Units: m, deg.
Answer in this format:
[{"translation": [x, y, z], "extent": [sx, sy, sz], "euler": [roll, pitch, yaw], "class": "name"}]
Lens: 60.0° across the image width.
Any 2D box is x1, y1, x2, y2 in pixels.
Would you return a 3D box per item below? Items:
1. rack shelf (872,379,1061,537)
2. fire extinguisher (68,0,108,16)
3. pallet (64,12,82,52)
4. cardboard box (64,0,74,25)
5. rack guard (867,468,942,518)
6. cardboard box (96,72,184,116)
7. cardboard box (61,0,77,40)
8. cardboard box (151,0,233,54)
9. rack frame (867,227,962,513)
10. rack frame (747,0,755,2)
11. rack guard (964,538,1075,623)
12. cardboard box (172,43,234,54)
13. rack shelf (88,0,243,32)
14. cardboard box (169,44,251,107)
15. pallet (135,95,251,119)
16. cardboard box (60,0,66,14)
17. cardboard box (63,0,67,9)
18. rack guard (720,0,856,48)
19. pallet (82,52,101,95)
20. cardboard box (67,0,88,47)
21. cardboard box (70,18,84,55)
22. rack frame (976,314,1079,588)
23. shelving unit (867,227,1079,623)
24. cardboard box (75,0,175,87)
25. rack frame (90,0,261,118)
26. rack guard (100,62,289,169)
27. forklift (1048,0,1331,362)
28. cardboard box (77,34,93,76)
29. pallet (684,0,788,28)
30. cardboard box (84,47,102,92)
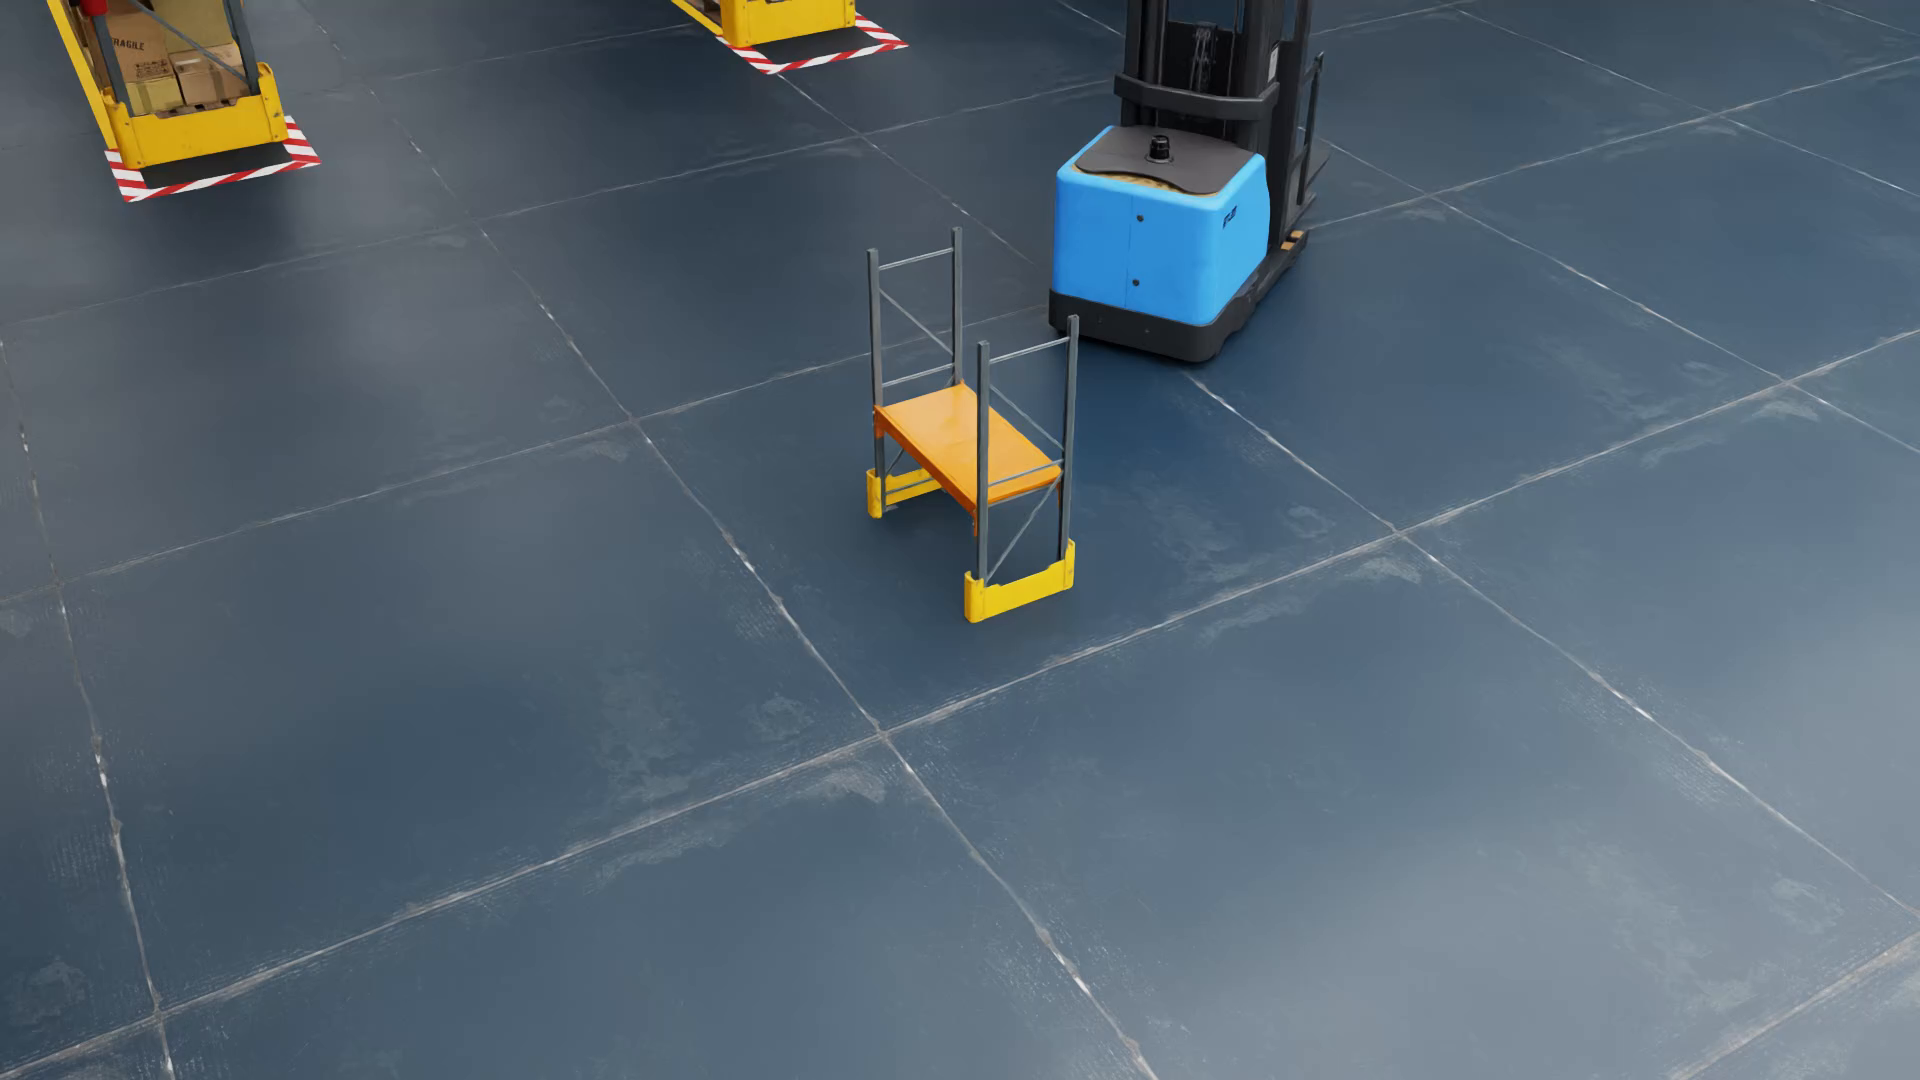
[{"translation": [0.043, -0.417, 8.082], "extent": [0.538, 0.185, 1.000], "euler": [-19, 40, -24], "class": "rack shelf"}, {"translation": [-6.041, -3.960, 11.422], "extent": [0.296, 0.674, 0.183], "euler": [-19, 40, -24], "class": "fire extinguisher"}, {"translation": [-7.345, -4.685, 14.713], "extent": [1.003, 0.211, 1.213], "euler": [-19, 40, -24], "class": "pallet"}, {"translation": [-6.990, -4.498, 13.432], "extent": [0.500, 0.500, 0.500], "euler": [-19, 40, -24], "class": "cardboard box"}, {"translation": [-0.212, -0.316, 8.698], "extent": [0.587, 0.250, 0.087], "euler": [-19, 40, -24], "class": "rack guard"}, {"translation": [-6.223, -3.435, 12.612], "extent": [0.500, 0.250, 0.500], "euler": [-19, 40, -24], "class": "cardboard box"}, {"translation": [-7.243, -4.449, 14.001], "extent": [0.500, 0.250, 0.500], "euler": [-19, 40, -24], "class": "cardboard box"}, {"translation": [-6.028, -4.145, 12.949], "extent": [0.500, 0.500, 0.500], "euler": [-19, 40, -24], "class": "cardboard box"}, {"translation": [-0.213, -0.821, 8.330], "extent": [0.500, 1.500, 0.032], "euler": [-19, 40, -24], "class": "rack frame"}, {"translation": [-1.414, -5.655, 13.677], "extent": [1.000, 3.000, 0.127], "euler": [-19, 40, -24], "class": "rack frame"}, {"translation": [0.288, 0.192, 8.003], "extent": [0.587, 0.250, 0.087], "euler": [-19, 40, -24], "class": "rack guard"}, {"translation": [-6.030, -3.842, 13.170], "extent": [0.500, 0.250, 0.500], "euler": [-19, 40, -24], "class": "cardboard box"}, {"translation": [-6.703, -4.919, 13.279], "extent": [1.077, 0.370, 4.000], "euler": [-19, 40, -24], "class": "rack shelf"}, {"translation": [-5.775, -3.588, 12.822], "extent": [0.500, 0.250, 0.500], "euler": [-19, 40, -24], "class": "cardboard box"}, {"translation": [-6.119, -3.441, 13.010], "extent": [1.003, 0.211, 1.213], "euler": [-19, 40, -24], "class": "pallet"}, {"translation": [-7.490, -4.706, 14.352], "extent": [0.500, 0.250, 0.500], "euler": [-19, 40, -24], "class": "cardboard box"}, {"translation": [-7.243, -4.752, 13.780], "extent": [0.500, 0.500, 0.500], "euler": [-19, 40, -24], "class": "cardboard box"}, {"translation": [-1.492, -4.671, 14.449], "extent": [1.175, 0.500, 0.348], "euler": [-19, 40, -24], "class": "rack guard"}, {"translation": [-6.728, -4.063, 13.861], "extent": [1.003, 0.211, 1.213], "euler": [-19, 40, -24], "class": "pallet"}, {"translation": [-6.740, -4.243, 13.082], "extent": [0.500, 0.500, 0.500], "euler": [-19, 40, -24], "class": "cardboard box"}, {"translation": [-6.987, -4.196, 13.655], "extent": [0.500, 0.250, 0.500], "euler": [-19, 40, -24], "class": "cardboard box"}, {"translation": [0.298, -0.303, 7.620], "extent": [0.500, 1.500, 0.032], "euler": [-19, 40, -24], "class": "rack frame"}, {"translation": [0.038, -0.567, 7.982], "extent": [0.587, 1.500, 1.083], "euler": [-19, 40, -24], "class": "shelving unit"}, {"translation": [-6.225, -3.737, 12.390], "extent": [0.500, 0.500, 0.500], "euler": [-19, 40, -24], "class": "cardboard box"}, {"translation": [-5.698, -4.190, 11.670], "extent": [1.000, 3.000, 0.127], "euler": [-19, 40, -24], "class": "rack frame"}, {"translation": [-5.686, -3.168, 12.391], "extent": [1.175, 0.500, 0.348], "euler": [-19, 40, -24], "class": "rack guard"}, {"translation": [1.665, -3.087, 10.218], "extent": [1.130, 2.935, 3.031], "euler": [17, 39, 22], "class": "forklift"}, {"translation": [-6.737, -3.941, 13.305], "extent": [0.500, 0.250, 0.500], "euler": [-19, 40, -24], "class": "cardboard box"}, {"translation": [-1.896, -4.970, 15.103], "extent": [1.003, 0.211, 1.213], "euler": [-19, 40, -24], "class": "pallet"}, {"translation": [-6.485, -3.686, 12.956], "extent": [0.500, 0.250, 0.500], "euler": [-19, 40, -24], "class": "cardboard box"}]
